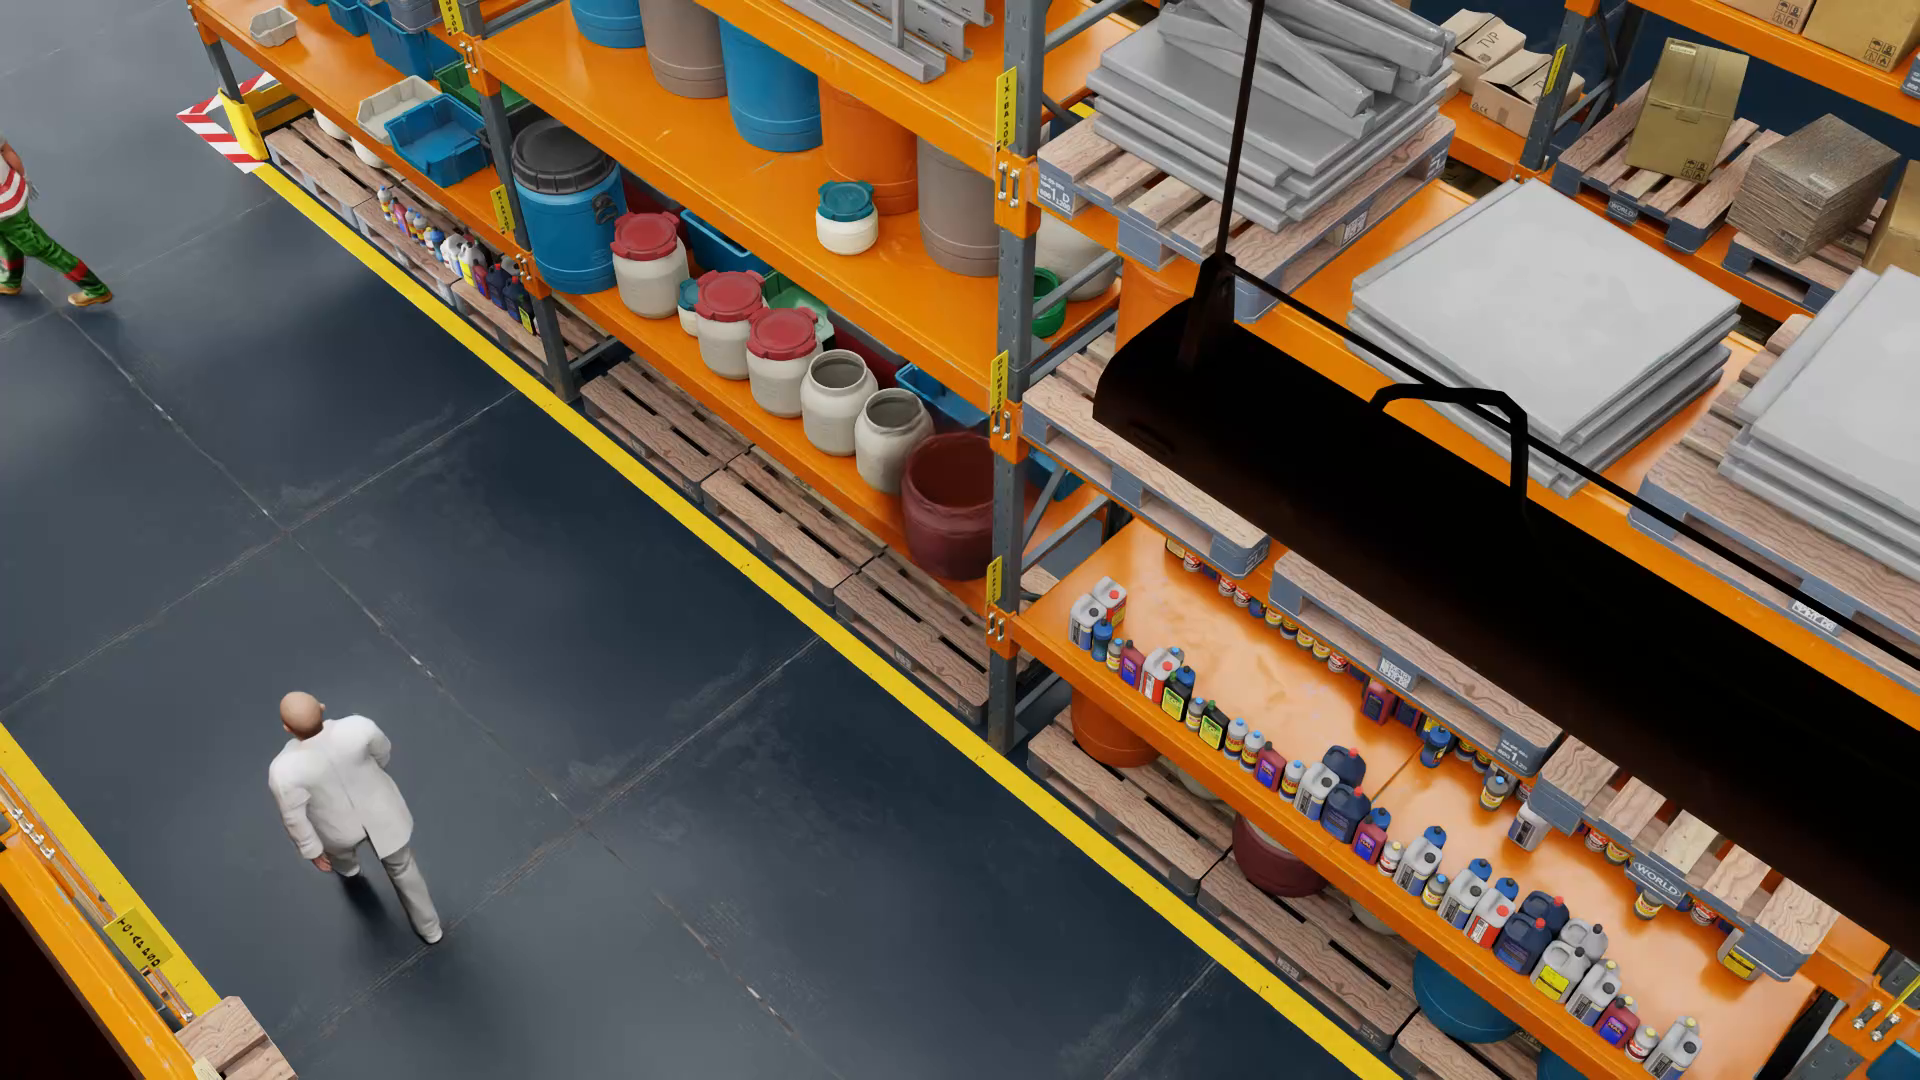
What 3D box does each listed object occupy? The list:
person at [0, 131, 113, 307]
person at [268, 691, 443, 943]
[{"bbox_3d":[-6.465,-2.245,11.099,0.941,1.741,0.562,-8,51,-7],"label":"person"},{"bbox_3d":[-3.025,1.255,8.171,0.594,1.744,0.970,-28,55,-22],"label":"person"}]
